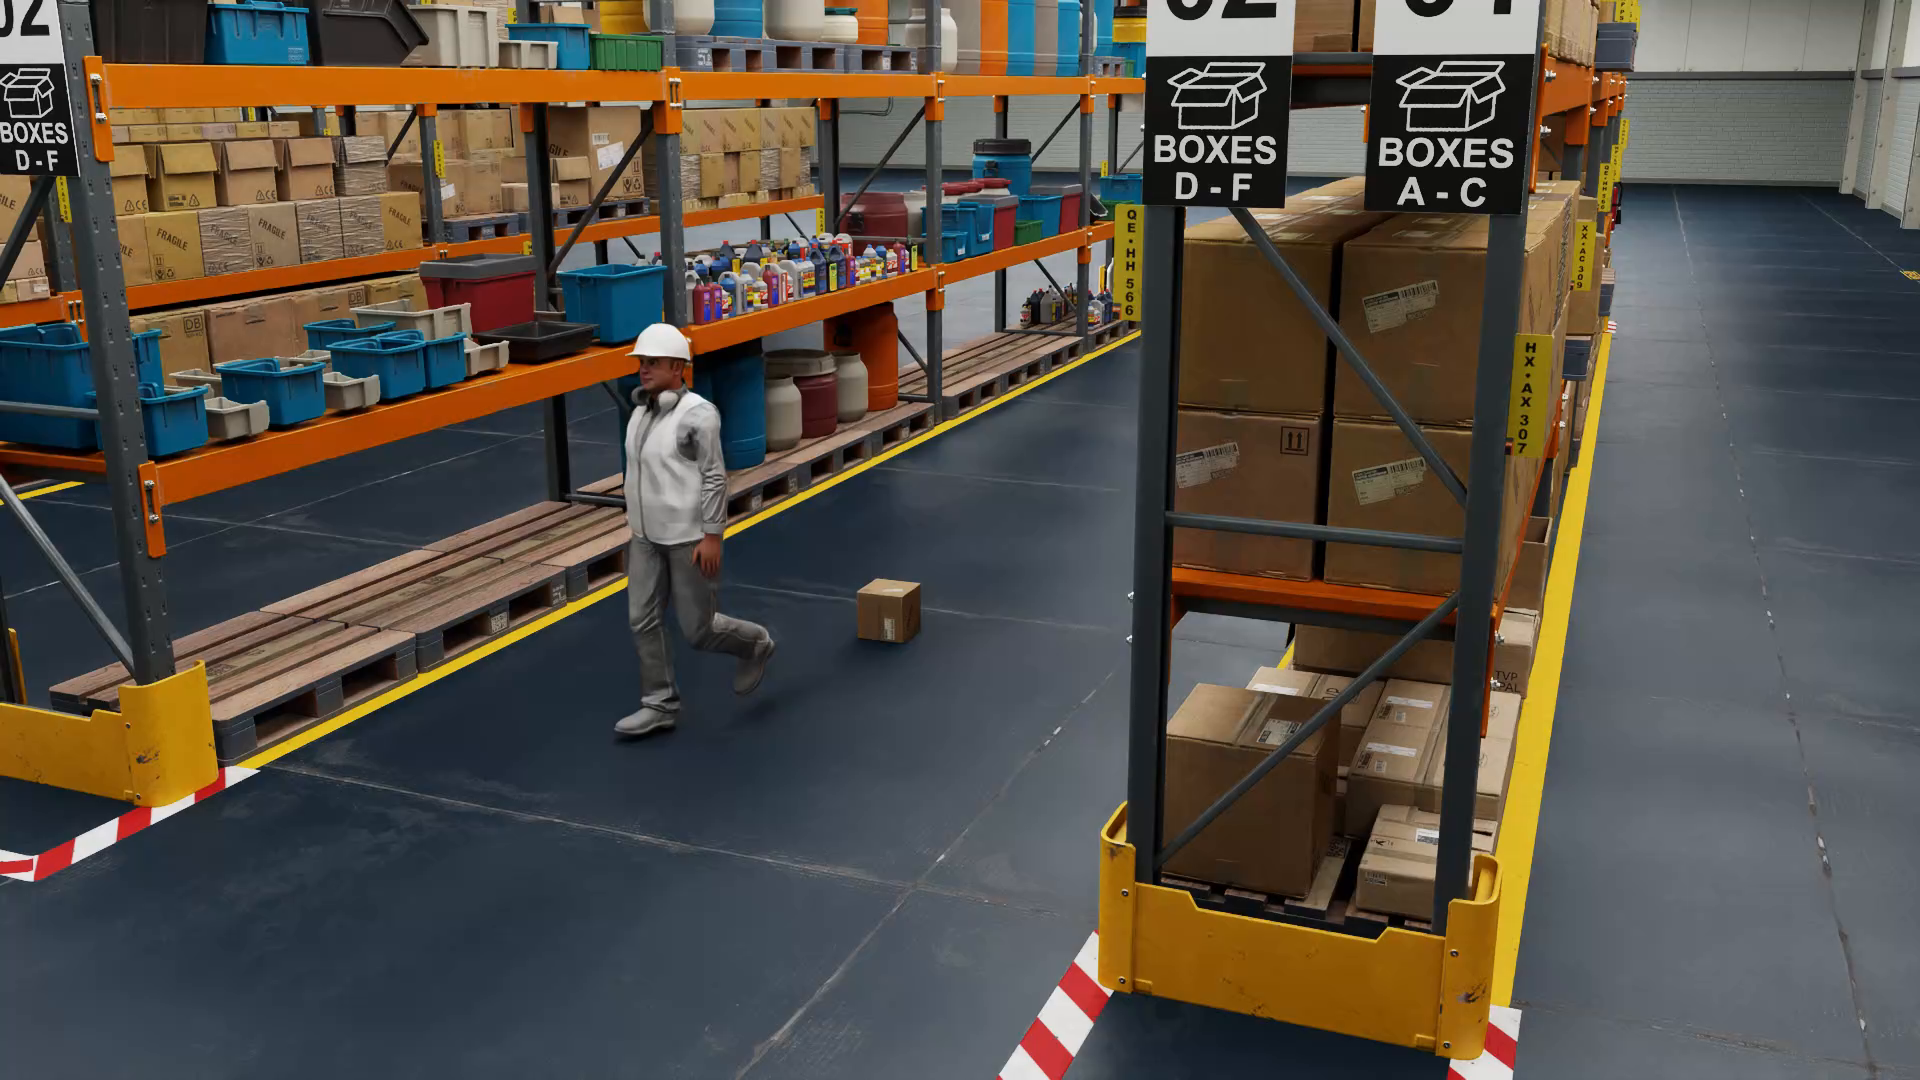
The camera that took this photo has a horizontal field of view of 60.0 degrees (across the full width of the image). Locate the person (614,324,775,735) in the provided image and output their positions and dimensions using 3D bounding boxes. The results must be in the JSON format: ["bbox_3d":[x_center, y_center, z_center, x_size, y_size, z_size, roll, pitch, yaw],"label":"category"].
[{"bbox_3d":[-1.161,-0.056,7.134,0.549,1.753,0.785,12,20,38],"label":"person"}]
